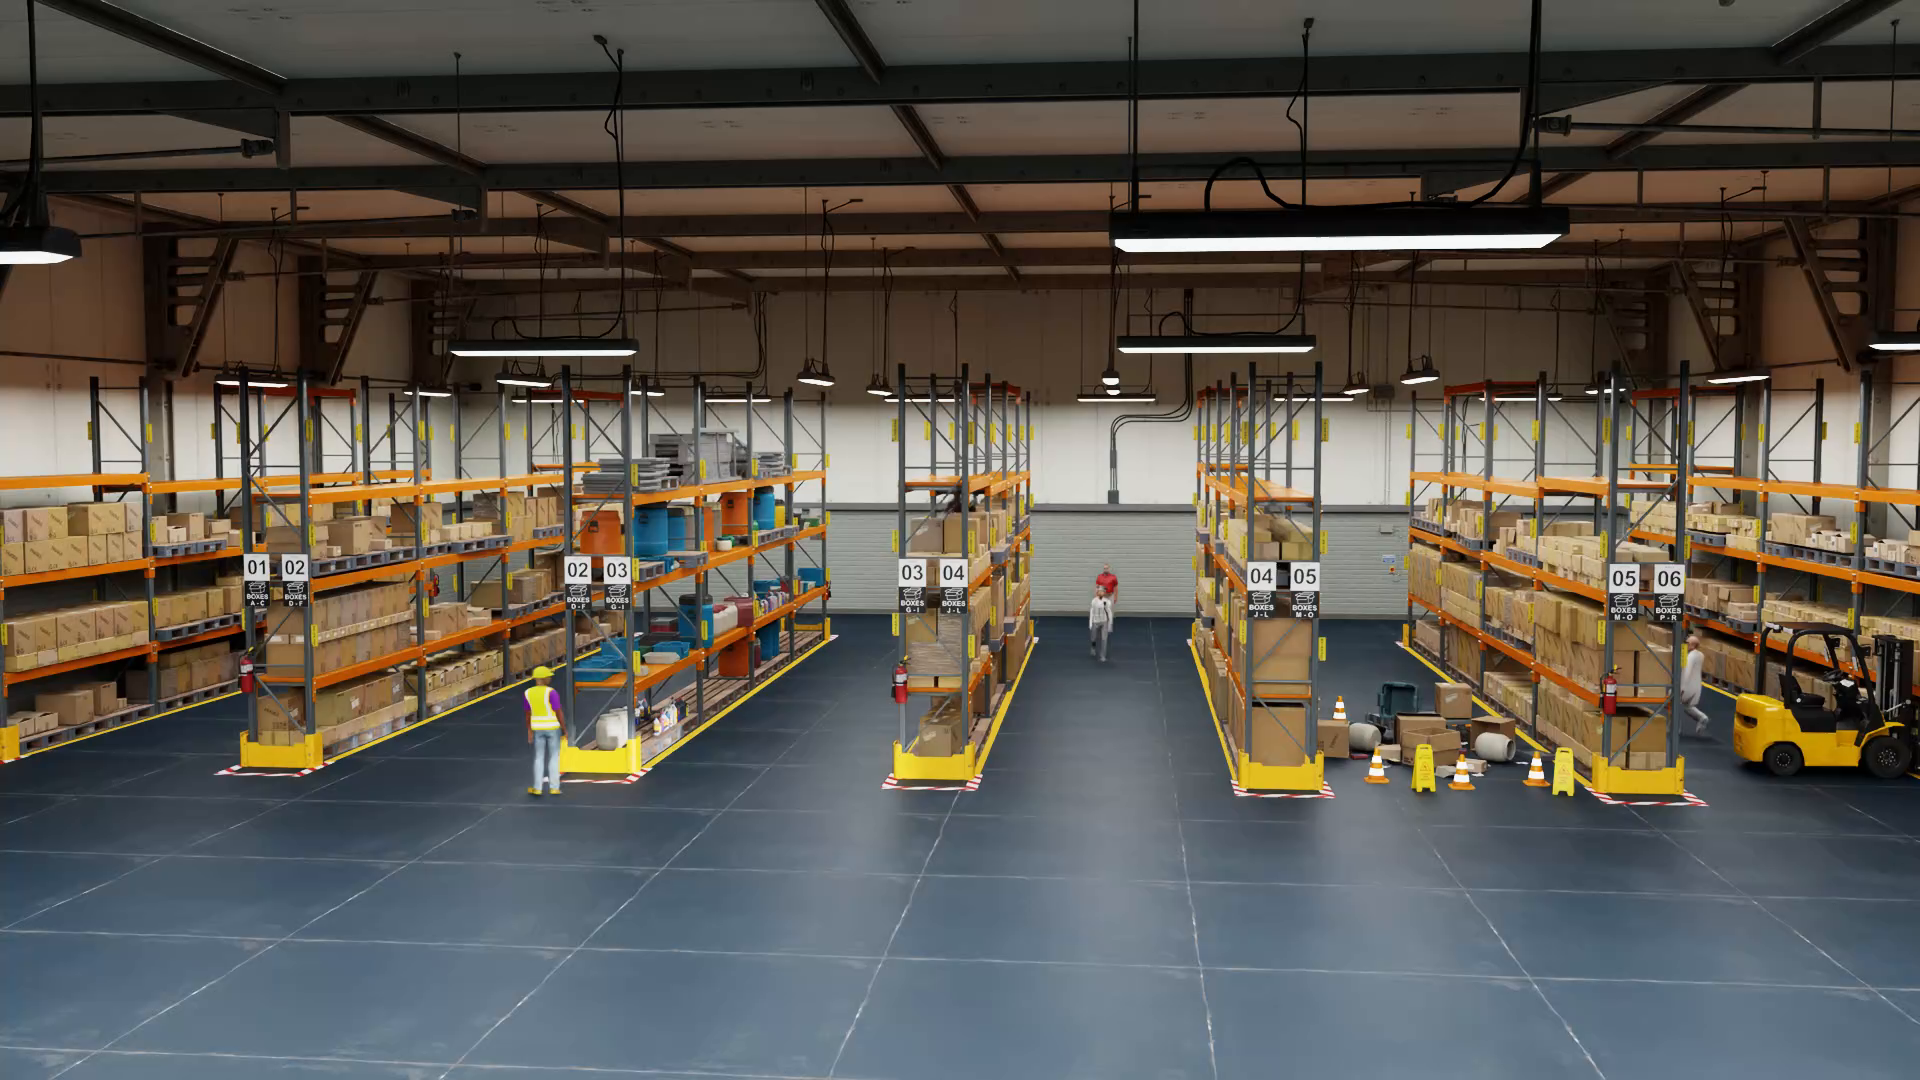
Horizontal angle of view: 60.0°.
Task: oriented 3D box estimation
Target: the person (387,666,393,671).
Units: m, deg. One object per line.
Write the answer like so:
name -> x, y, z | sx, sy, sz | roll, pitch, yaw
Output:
person -> -11.083, 2.075, 31.880 | 0.567, 1.785, 0.621 | -3, 5, -43

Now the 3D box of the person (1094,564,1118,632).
person -> 3.697, 1.453, 42.102 | 0.583, 1.680, 0.991 | 1, 4, 10

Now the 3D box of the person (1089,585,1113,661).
person -> 3.100, 1.815, 36.618 | 0.512, 1.651, 0.707 | 0, 4, 3

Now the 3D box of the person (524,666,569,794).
person -> -5.733, 2.644, 23.054 | 0.617, 1.797, 0.364 | 1, 4, 13

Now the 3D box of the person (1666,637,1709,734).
person -> 12.026, 2.410, 27.641 | 0.587, 1.647, 0.839 | -2, 4, -24
